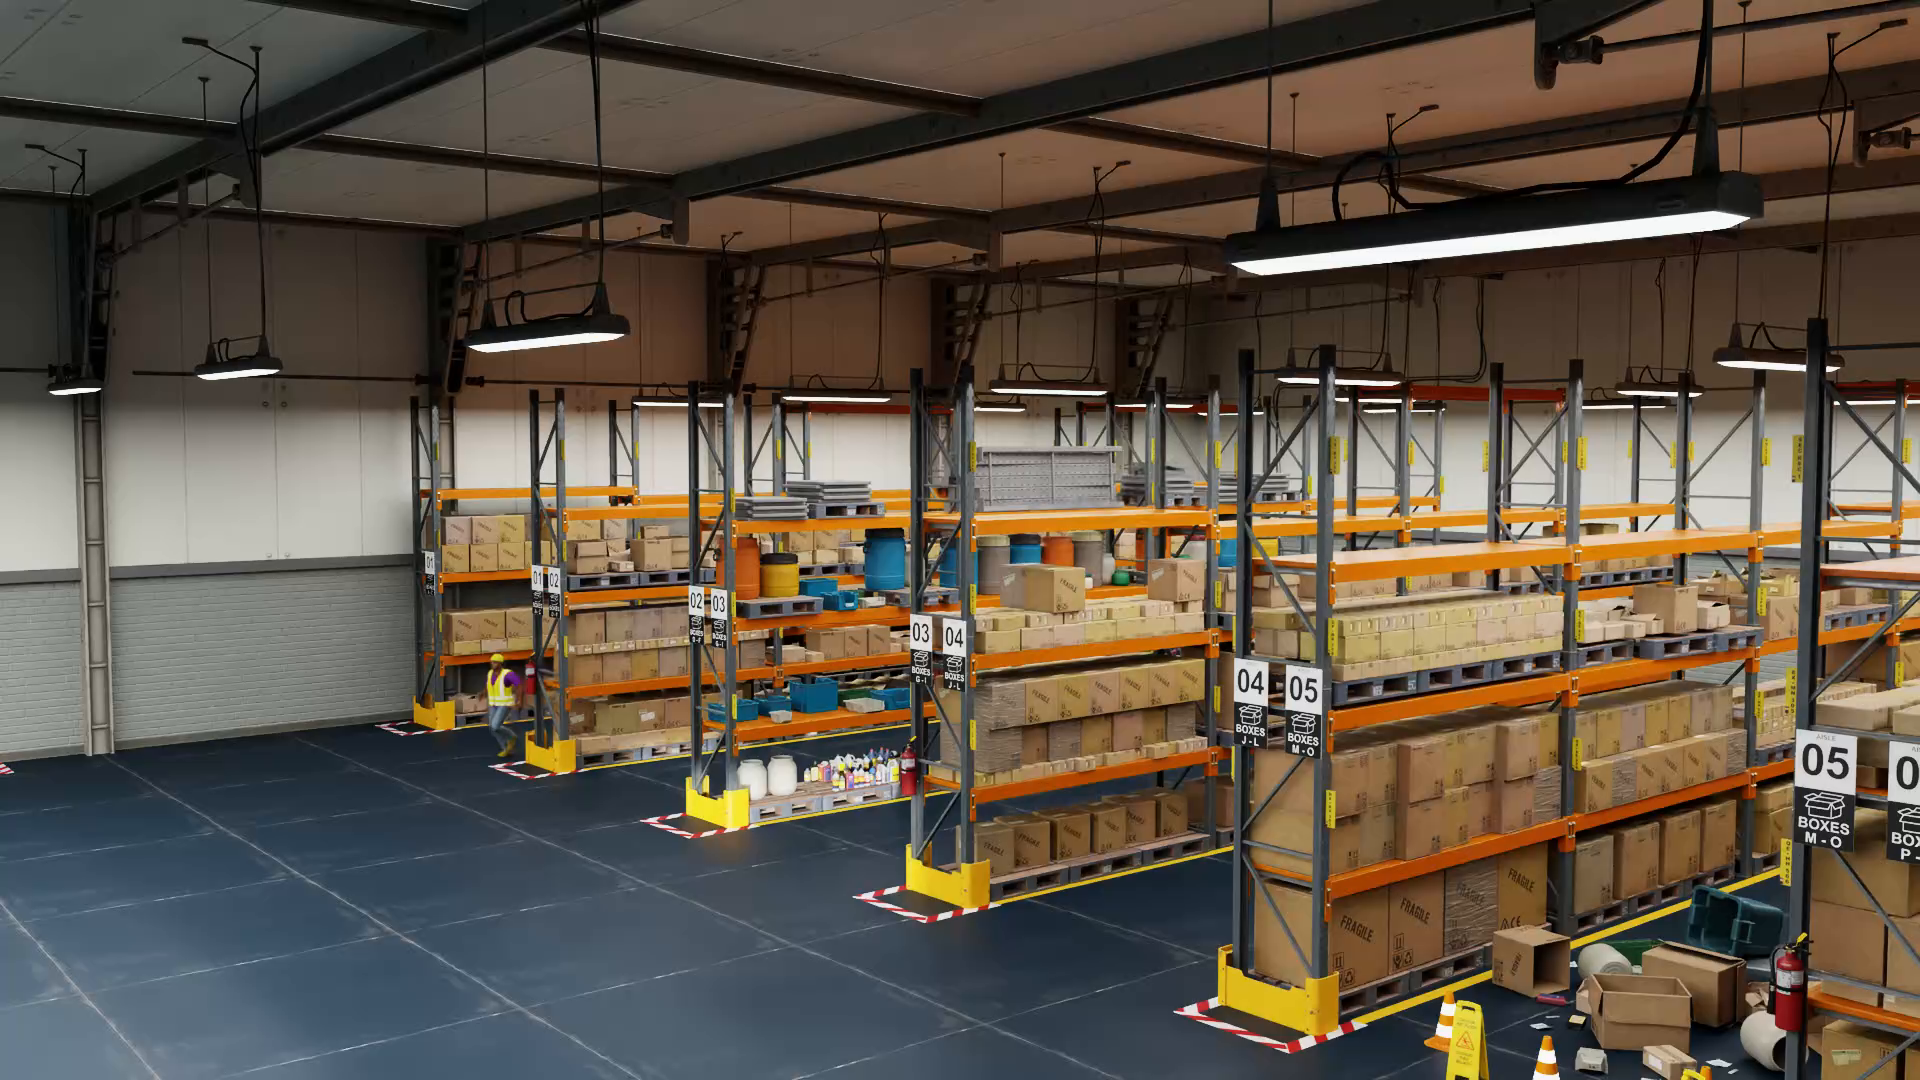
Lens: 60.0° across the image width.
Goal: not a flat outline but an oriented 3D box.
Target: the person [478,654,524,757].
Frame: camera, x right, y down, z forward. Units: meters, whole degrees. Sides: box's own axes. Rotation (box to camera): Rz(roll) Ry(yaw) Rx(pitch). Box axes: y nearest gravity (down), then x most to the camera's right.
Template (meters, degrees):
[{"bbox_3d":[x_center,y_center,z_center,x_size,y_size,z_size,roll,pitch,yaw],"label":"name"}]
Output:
[{"bbox_3d":[-7.546,2.710,27.207,0.702,1.709,0.616,2,4,28],"label":"person"}]
